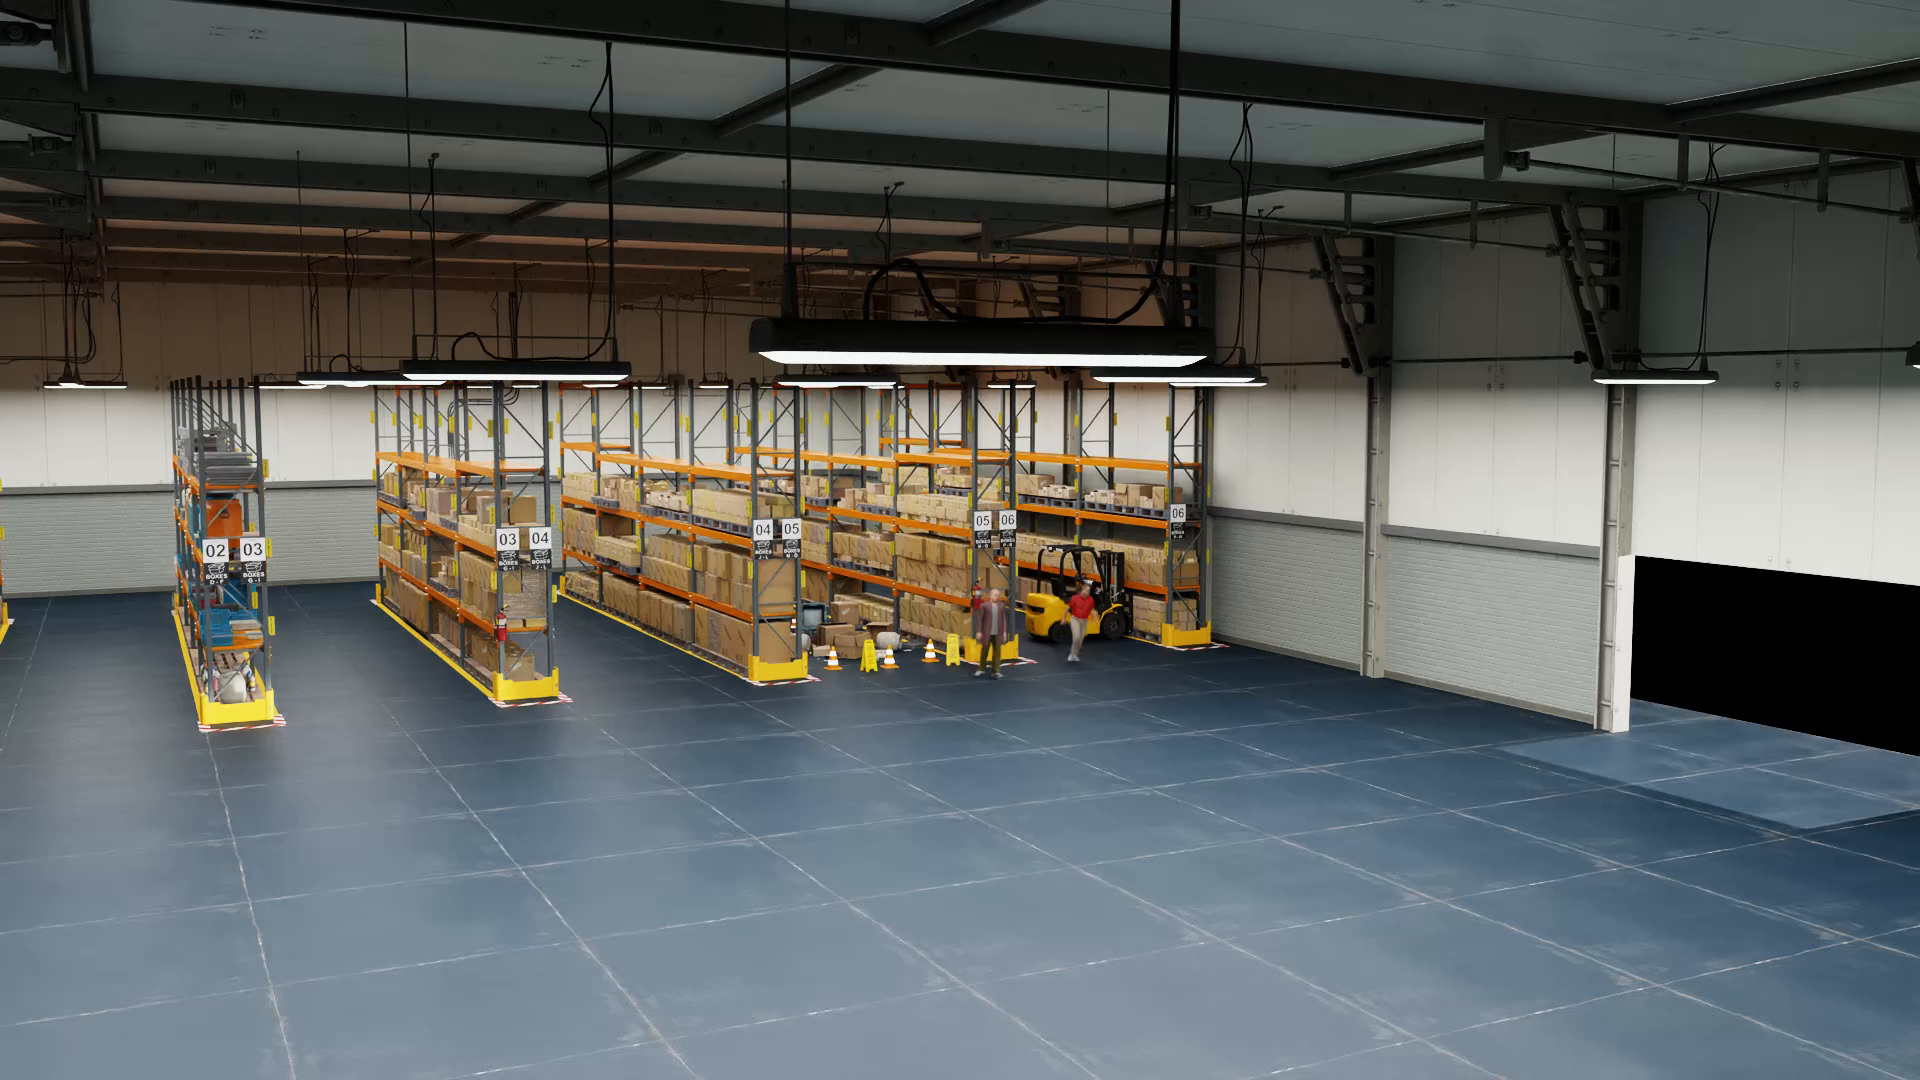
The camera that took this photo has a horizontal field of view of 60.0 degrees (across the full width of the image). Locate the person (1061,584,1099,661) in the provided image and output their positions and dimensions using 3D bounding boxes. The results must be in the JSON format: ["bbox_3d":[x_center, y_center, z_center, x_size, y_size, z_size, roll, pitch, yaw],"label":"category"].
[{"bbox_3d":[2.545,1.751,35.200,0.662,1.672,0.727,-3,6,-26],"label":"person"}]

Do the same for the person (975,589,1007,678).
[{"bbox_3d":[0.615,1.872,33.377,0.664,1.784,0.557,-2,5,-20],"label":"person"}]
